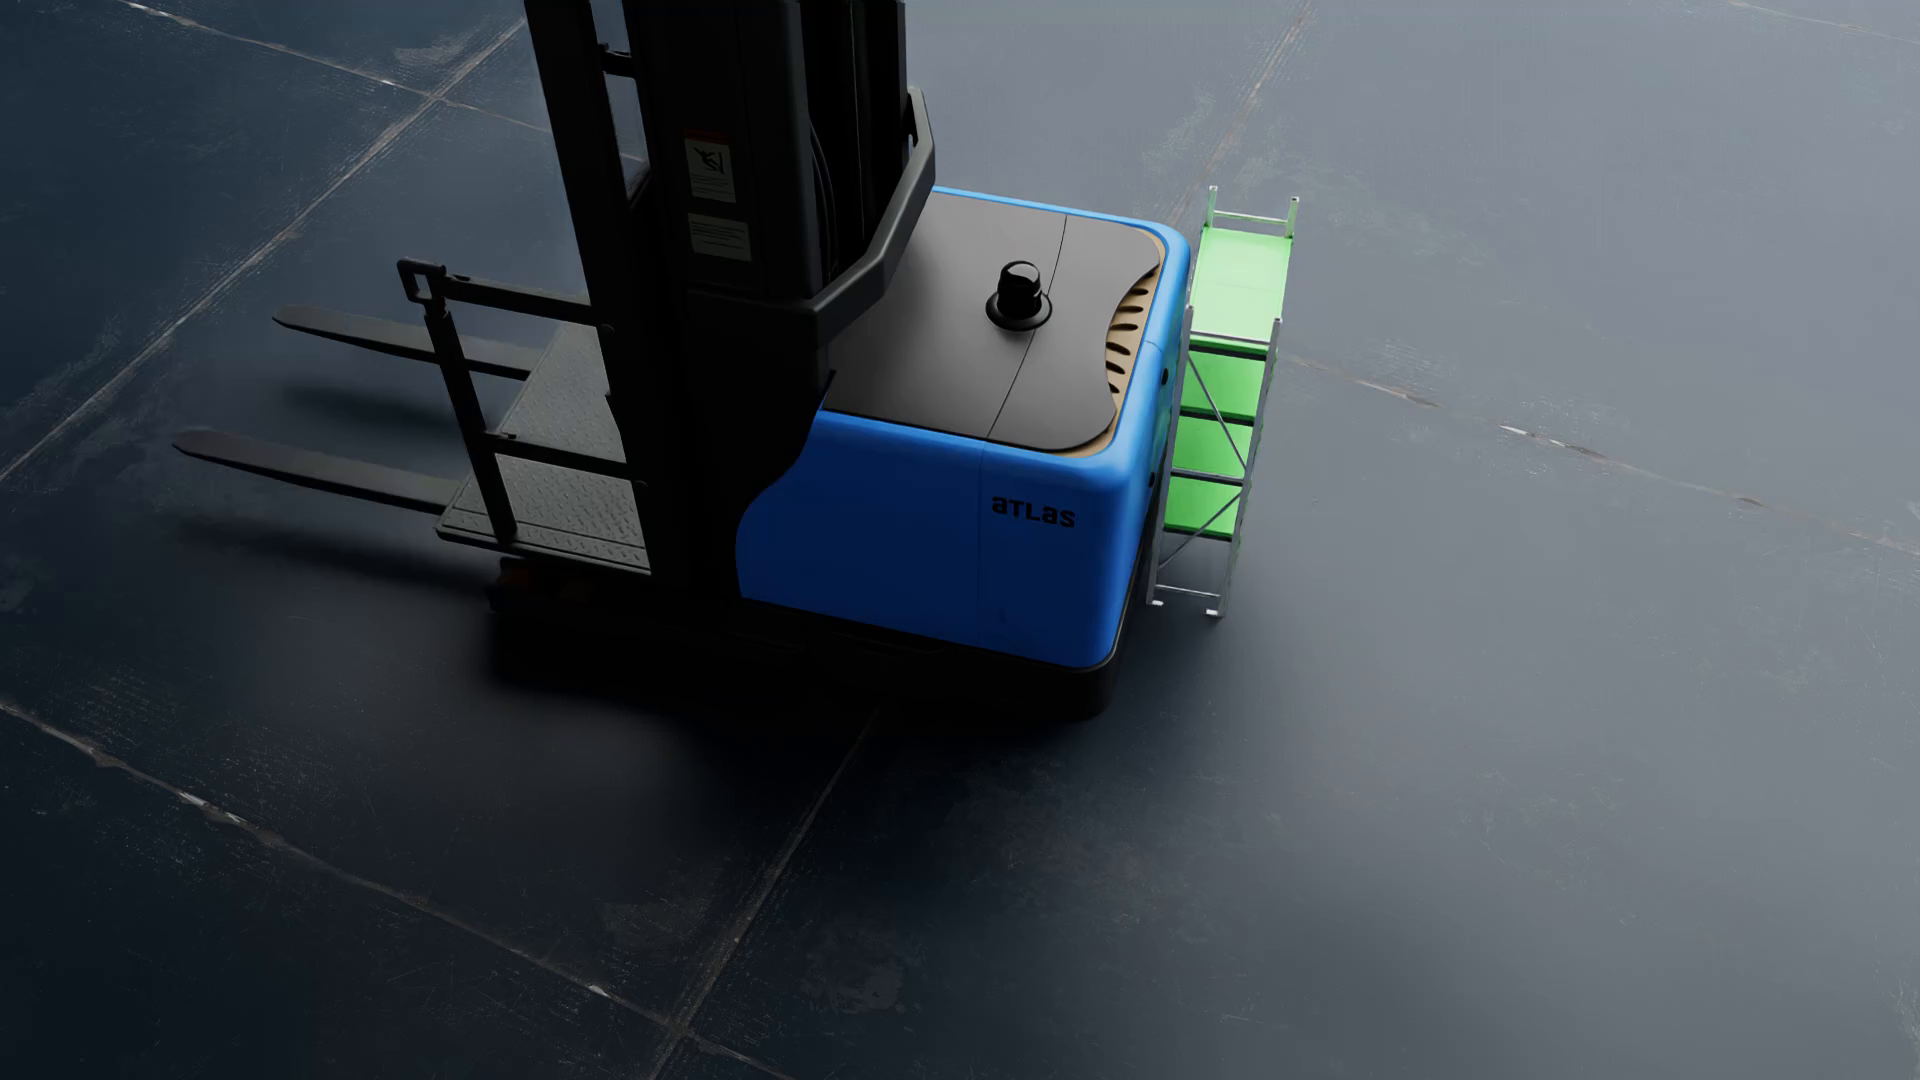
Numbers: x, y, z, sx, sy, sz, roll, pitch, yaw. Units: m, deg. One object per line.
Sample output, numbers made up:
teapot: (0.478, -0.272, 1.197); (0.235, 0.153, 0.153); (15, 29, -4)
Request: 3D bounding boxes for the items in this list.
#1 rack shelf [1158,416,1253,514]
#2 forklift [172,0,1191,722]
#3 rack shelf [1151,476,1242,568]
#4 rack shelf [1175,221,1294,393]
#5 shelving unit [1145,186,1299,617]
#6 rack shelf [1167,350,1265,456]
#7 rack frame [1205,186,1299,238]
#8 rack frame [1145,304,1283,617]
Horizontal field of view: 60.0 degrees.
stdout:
rack shelf: (0.738, -0.319, 4.817); (0.258, 0.148, 0.480); (10, 50, 8)
forklift: (-0.925, -1.052, 4.221); (3.031, 2.935, 1.130); (12, 51, 10)
rack shelf: (0.738, -0.163, 5.000); (0.258, 0.148, 0.480); (10, 50, 8)
rack shelf: (0.738, -0.630, 4.452); (0.258, 0.148, 0.480); (10, 50, 8)
shelving unit: (0.738, -0.360, 4.769); (0.258, 1.200, 0.503); (10, 50, 8)
rack shelf: (0.738, -0.474, 4.635); (0.258, 0.148, 0.480); (10, 50, 8)
rack frame: (0.790, -0.542, 4.923); (0.240, 1.200, 0.015); (10, 50, 8)
rack frame: (0.685, -0.179, 4.614); (0.240, 1.200, 0.015); (10, 50, 8)
